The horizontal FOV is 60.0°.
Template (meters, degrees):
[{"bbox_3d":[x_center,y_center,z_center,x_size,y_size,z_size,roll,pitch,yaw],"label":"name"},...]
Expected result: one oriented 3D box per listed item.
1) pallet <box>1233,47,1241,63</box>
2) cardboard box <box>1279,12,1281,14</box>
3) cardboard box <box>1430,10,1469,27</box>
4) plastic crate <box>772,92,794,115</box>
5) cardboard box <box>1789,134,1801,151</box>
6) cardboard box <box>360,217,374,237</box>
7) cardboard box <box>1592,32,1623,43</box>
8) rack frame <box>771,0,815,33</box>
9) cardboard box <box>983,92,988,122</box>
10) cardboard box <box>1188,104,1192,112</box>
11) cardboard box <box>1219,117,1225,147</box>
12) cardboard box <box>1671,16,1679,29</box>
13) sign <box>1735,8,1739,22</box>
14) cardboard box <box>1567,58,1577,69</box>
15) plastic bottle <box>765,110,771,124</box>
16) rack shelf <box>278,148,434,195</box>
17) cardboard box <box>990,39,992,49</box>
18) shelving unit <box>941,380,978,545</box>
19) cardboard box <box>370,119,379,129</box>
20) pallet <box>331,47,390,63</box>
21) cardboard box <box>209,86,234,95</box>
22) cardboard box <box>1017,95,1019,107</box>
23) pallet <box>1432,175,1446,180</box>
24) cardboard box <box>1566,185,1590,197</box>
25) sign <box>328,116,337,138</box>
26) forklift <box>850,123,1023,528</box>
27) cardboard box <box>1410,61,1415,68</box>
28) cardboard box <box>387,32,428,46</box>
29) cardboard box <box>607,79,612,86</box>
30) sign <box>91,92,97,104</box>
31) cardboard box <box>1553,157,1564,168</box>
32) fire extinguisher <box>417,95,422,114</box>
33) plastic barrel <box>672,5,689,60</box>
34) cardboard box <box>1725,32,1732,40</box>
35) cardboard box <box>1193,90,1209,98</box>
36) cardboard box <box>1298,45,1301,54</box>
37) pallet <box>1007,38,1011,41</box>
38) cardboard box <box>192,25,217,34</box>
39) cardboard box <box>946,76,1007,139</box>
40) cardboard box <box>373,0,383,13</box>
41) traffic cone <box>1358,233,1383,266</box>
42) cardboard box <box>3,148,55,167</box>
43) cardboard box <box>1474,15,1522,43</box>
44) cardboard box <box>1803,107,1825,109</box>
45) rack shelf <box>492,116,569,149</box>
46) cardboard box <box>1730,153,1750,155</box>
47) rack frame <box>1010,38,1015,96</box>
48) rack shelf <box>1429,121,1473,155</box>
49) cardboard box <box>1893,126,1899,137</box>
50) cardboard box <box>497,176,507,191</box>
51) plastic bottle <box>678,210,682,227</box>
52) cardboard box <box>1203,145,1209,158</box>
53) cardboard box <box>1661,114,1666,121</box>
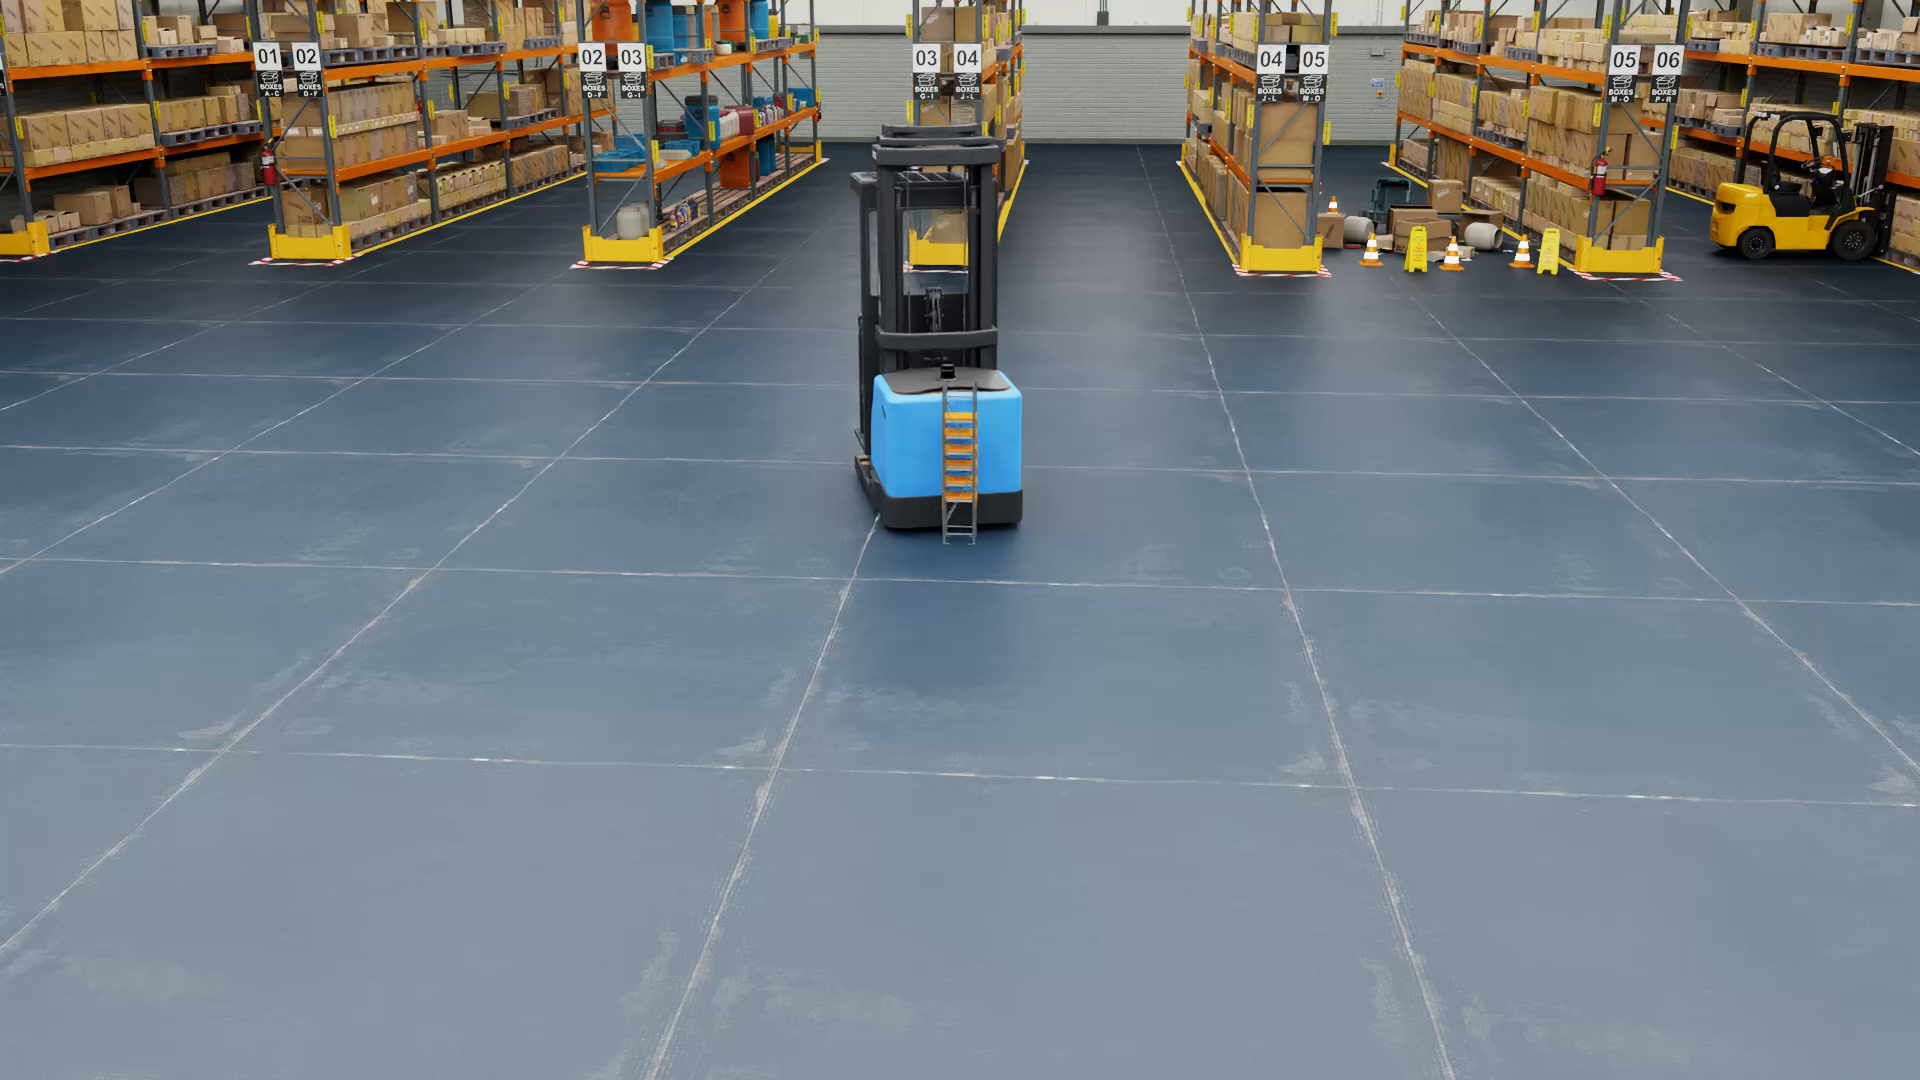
[{"bbox_3d":[4.974,-7.834,26.839,1.003,0.211,1.213,1,18,4],"label":"pallet"},{"bbox_3d":[5.298,-8.360,26.588,0.380,0.149,0.250,1,18,4],"label":"cardboard box"},{"bbox_3d":[10.626,-11.251,36.125,0.797,0.503,0.637,3,18,8],"label":"cardboard box"},{"bbox_3d":[-3.950,-9.773,37.231,0.402,0.464,0.583,1,18,4],"label":"plastic crate"},{"bbox_3d":[14.811,-6.917,28.956,0.500,0.250,0.500,1,18,4],"label":"cardboard box"},{"bbox_3d":[-9.772,-5.037,26.718,0.500,0.250,0.500,1,18,4],"label":"cardboard box"},{"bbox_3d":[9.557,-7.416,24.545,0.380,0.149,0.250,1,18,4],"label":"cardboard box"},{"bbox_3d":[-3.977,-13.535,39.278,1.000,3.000,0.127,1,18,4],"label":"rack frame"},{"bbox_3d":[0.170,-6.588,25.468,0.500,0.500,0.500,1,18,4],"label":"cardboard box"},{"bbox_3d":[5.503,-10.057,38.700,0.380,0.149,0.250,1,18,2],"label":"cardboard box"},{"bbox_3d":[4.886,-7.234,29.523,0.500,0.500,0.500,1,18,4],"label":"cardboard box"},{"bbox_3d":[15.308,-10.896,35.001,0.500,0.250,0.500,1,18,4],"label":"cardboard box"},{"bbox_3d":[16.066,-10.848,34.431,0.100,0.325,0.005,1,18,4],"label":"sign"},{"bbox_3d":[9.513,-7.284,25.423,0.380,0.149,0.250,1,18,3],"label":"cardboard box"},{"bbox_3d":[-4.058,-8.869,34.873,0.152,0.276,0.135,1,18,4],"label":"plastic bottle"},{"bbox_3d":[-9.921,-6.106,27.396,1.077,0.370,4.000,1,18,4],"label":"rack shelf"},{"bbox_3d":[0.332,-8.036,26.913,0.380,0.149,0.250,1,18,2],"label":"cardboard box"},{"bbox_3d":[-0.001,-0.566,12.222,0.258,1.200,0.189,1,18,4],"label":"shelving unit"},{"bbox_3d":[-9.710,-6.777,27.086,0.380,0.149,0.250,1,18,4],"label":"cardboard box"},{"bbox_3d":[-9.903,-7.809,26.763,1.003,0.211,1.213,1,18,4],"label":"pallet"},{"bbox_3d":[-14.435,-8.778,32.485,0.380,0.149,0.250,-2,18,-5],"label":"cardboard box"},{"bbox_3d":[1.087,-10.010,37.918,0.500,0.250,0.500,1,18,4],"label":"cardboard box"},{"bbox_3d":[10.581,-7.544,35.106,1.003,0.211,1.213,1,18,4],"label":"pallet"},{"bbox_3d":[9.457,-5.311,25.309,0.380,0.149,0.250,2,18,6],"label":"cardboard box"},{"bbox_3d":[-9.511,-6.262,25.197,0.100,0.325,0.005,1,18,4],"label":"sign"},{"bbox_3d":[-0.287,-1.898,13.508,1.130,2.935,3.031,-3,18,-10],"label":"forklift"},{"bbox_3d":[10.465,-10.836,37.868,0.380,0.149,0.250,1,18,2],"label":"cardboard box"},{"bbox_3d":[-9.724,-8.814,29.254,0.500,0.250,0.500,3,18,10],"label":"cardboard box"},{"bbox_3d":[-8.675,-11.174,39.942,0.500,0.500,0.500,1,18,3],"label":"cardboard box"},{"bbox_3d":[-15.273,-7.740,29.367,0.100,0.325,0.005,1,18,4],"label":"sign"},{"bbox_3d":[9.554,-5.940,26.136,0.380,0.149,0.250,1,18,4],"label":"cardboard box"},{"bbox_3d":[-13.387,-10.728,41.069,0.296,0.674,0.183,1,18,4],"label":"fire extinguisher"},{"bbox_3d":[-5.017,-8.784,28.790,0.600,0.901,0.708,1,18,4],"label":"plastic barrel"},{"bbox_3d":[15.129,-9.816,32.347,0.380,0.149,0.250,2,18,6],"label":"cardboard box"},{"bbox_3d":[5.129,-9.440,35.189,0.380,0.149,0.250,2,18,7],"label":"cardboard box"},{"bbox_3d":[5.101,-7.115,24.070,0.380,0.149,0.250,1,18,4],"label":"cardboard box"},{"bbox_3d":[0.660,-10.380,34.774,0.805,0.209,1.217,1,18,2],"label":"pallet"},{"bbox_3d":[-14.713,-9.685,32.152,0.500,0.500,0.500,1,18,4],"label":"cardboard box"},{"bbox_3d":[0.300,-7.575,29.086,1.000,1.000,1.000,1,18,4],"label":"cardboard box"},{"bbox_3d":[-13.715,-12.312,38.565,0.500,0.500,0.500,0,18,1],"label":"cardboard box"},{"bbox_3d":[6.211,-4.390,25.078,0.336,0.463,0.334,1,18,4],"label":"traffic cone"},{"bbox_3d":[-14.654,-6.019,26.183,0.500,0.250,0.500,1,18,2],"label":"cardboard box"},{"bbox_3d":[10.151,-9.662,31.436,0.797,0.503,0.637,0,18,1],"label":"cardboard box"},{"bbox_3d":[15.373,-7.688,29.867,0.380,0.149,0.250,1,18,4],"label":"cardboard box"},{"bbox_3d":[-9.347,-8.591,34.978,1.077,0.370,4.000,1,18,4],"label":"rack shelf"},{"bbox_3d":[15.613,-7.636,33.208,0.380,0.149,0.250,1,18,4],"label":"cardboard box"},{"bbox_3d":[0.676,-9.331,36.084,1.000,3.000,0.127,1,18,4],"label":"rack frame"},{"bbox_3d":[10.418,-8.147,33.625,1.077,0.370,4.000,1,18,4],"label":"rack shelf"},{"bbox_3d":[14.523,-6.299,25.626,0.380,0.149,0.250,1,18,3],"label":"cardboard box"},{"bbox_3d":[-9.285,-7.035,32.818,0.500,0.250,0.500,2,18,5],"label":"cardboard box"},{"bbox_3d":[-4.651,-5.321,27.520,0.097,0.271,0.097,0,18,0],"label":"plastic bottle"},{"bbox_3d":[5.195,-7.848,33.692,0.500,0.250,0.500,2,18,5],"label":"cardboard box"},{"bbox_3d":[15.280,-9.067,35.681,0.380,0.149,0.250,2,18,5],"label":"cardboard box"}]
